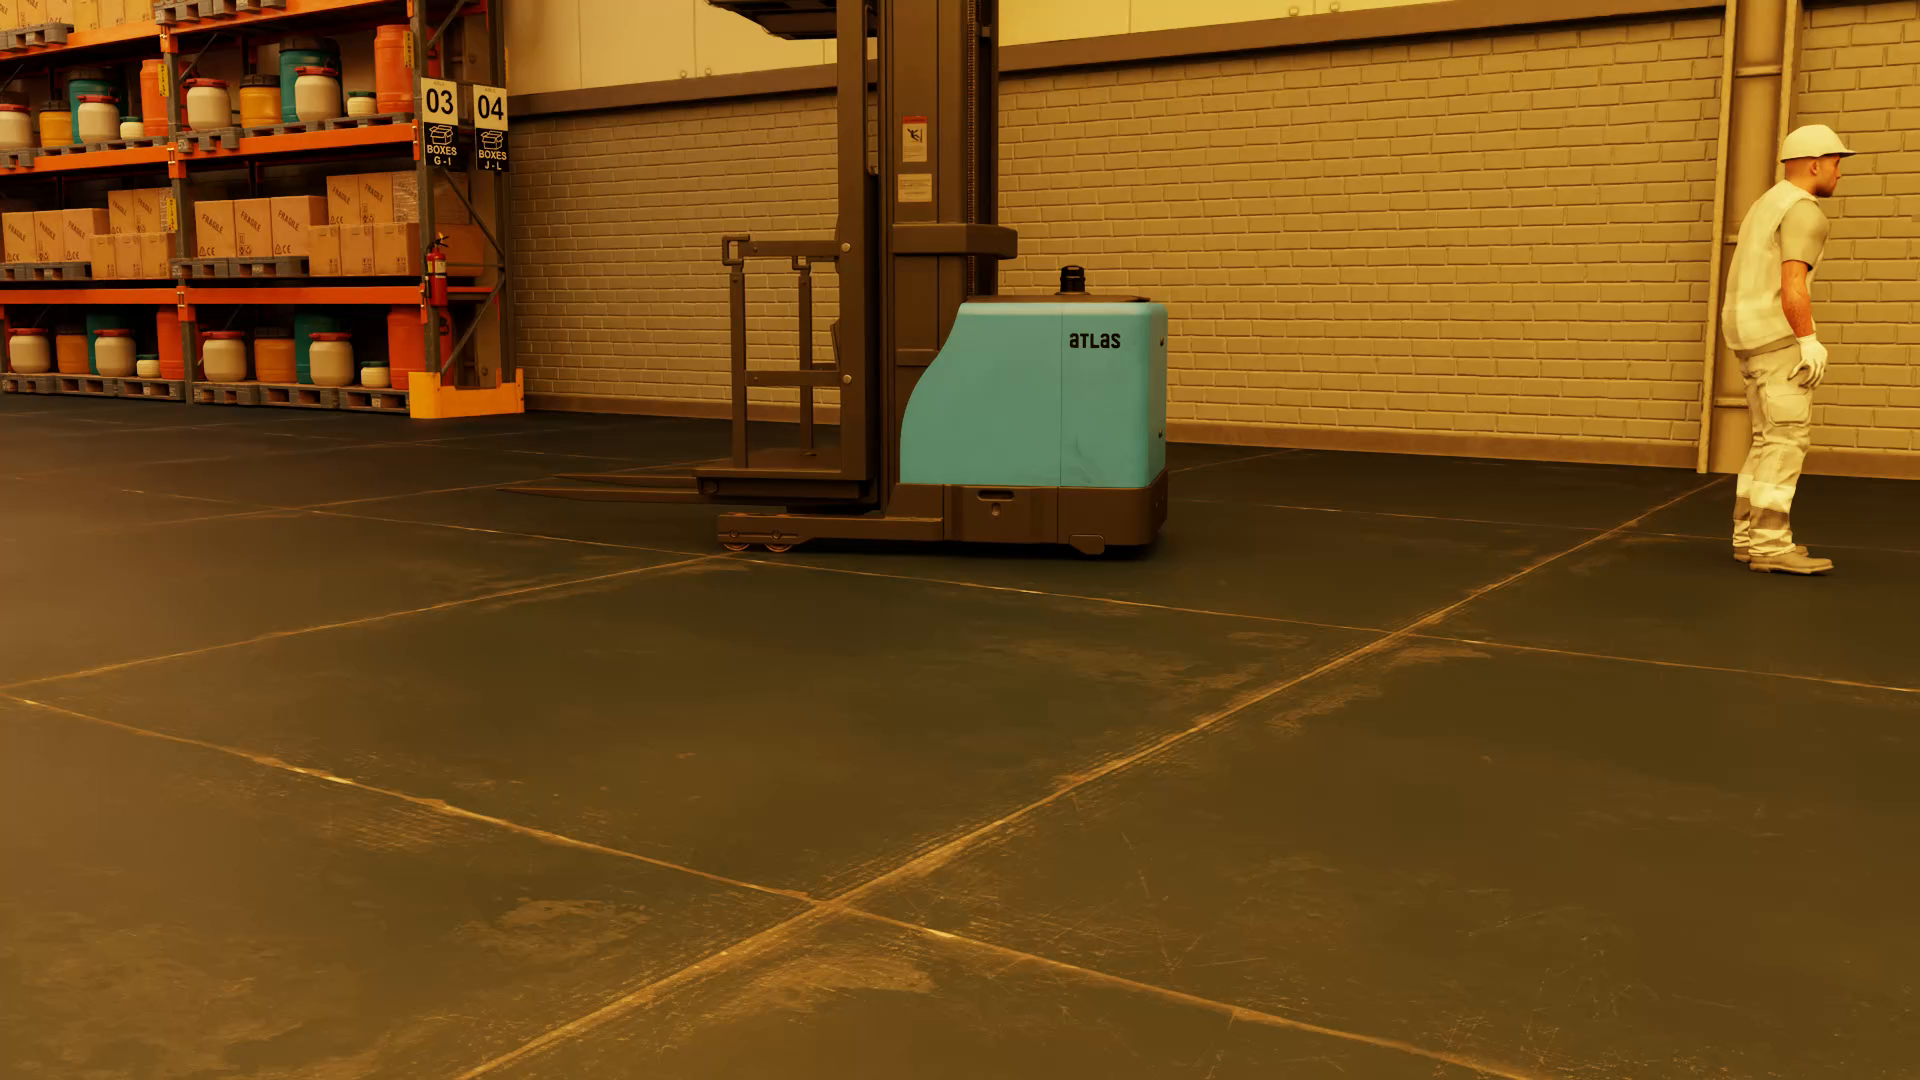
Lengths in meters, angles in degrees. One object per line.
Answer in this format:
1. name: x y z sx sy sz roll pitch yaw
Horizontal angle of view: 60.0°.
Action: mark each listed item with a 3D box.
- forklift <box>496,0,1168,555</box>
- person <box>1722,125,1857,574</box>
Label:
1. forklift: -0.596 -1.469 7.520 3.031 2.935 1.130 2 8 12
2. person: 3.354 -0.777 6.761 0.449 1.779 0.619 2 8 11
